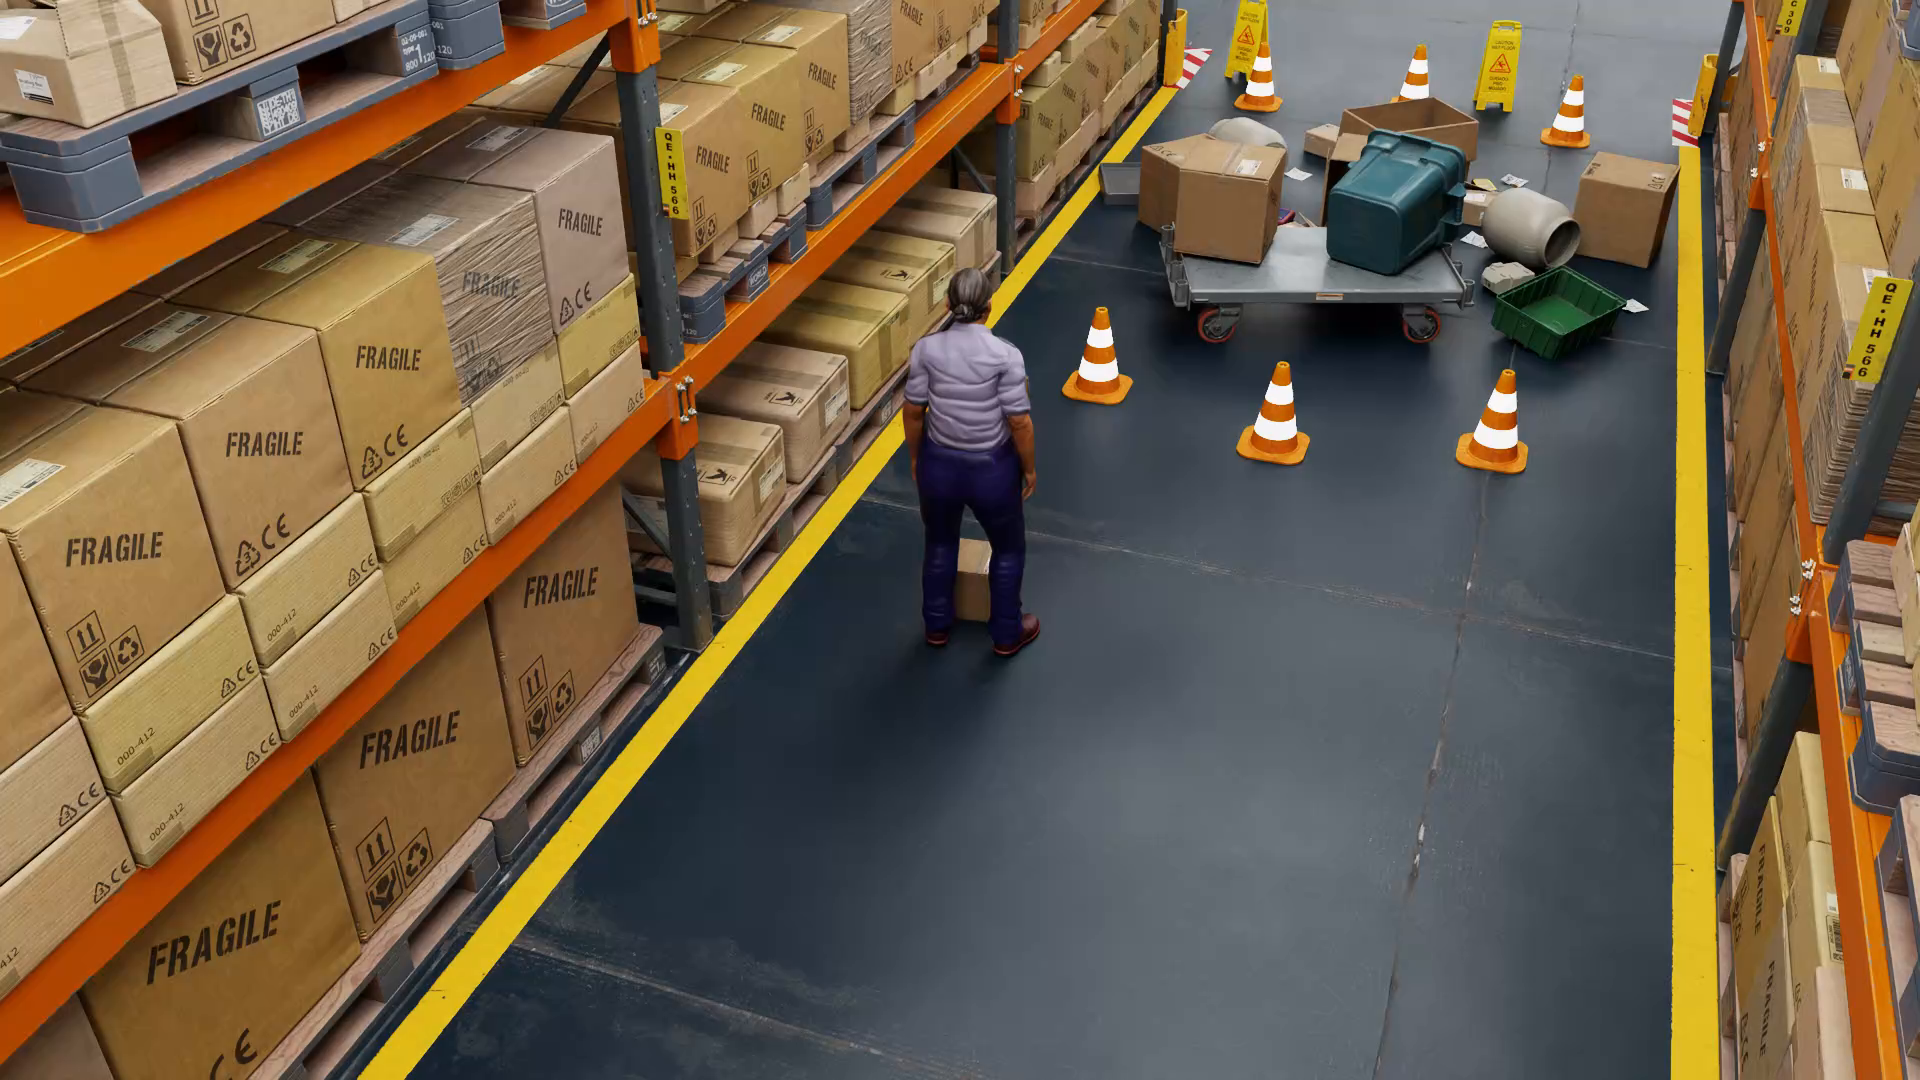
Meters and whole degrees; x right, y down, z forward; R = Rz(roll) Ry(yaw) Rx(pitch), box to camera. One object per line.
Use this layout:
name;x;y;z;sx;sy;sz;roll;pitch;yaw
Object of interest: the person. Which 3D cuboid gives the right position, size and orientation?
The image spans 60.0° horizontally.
person;0.047;-0.276;6.566;0.542;1.651;0.369;9;34;13
